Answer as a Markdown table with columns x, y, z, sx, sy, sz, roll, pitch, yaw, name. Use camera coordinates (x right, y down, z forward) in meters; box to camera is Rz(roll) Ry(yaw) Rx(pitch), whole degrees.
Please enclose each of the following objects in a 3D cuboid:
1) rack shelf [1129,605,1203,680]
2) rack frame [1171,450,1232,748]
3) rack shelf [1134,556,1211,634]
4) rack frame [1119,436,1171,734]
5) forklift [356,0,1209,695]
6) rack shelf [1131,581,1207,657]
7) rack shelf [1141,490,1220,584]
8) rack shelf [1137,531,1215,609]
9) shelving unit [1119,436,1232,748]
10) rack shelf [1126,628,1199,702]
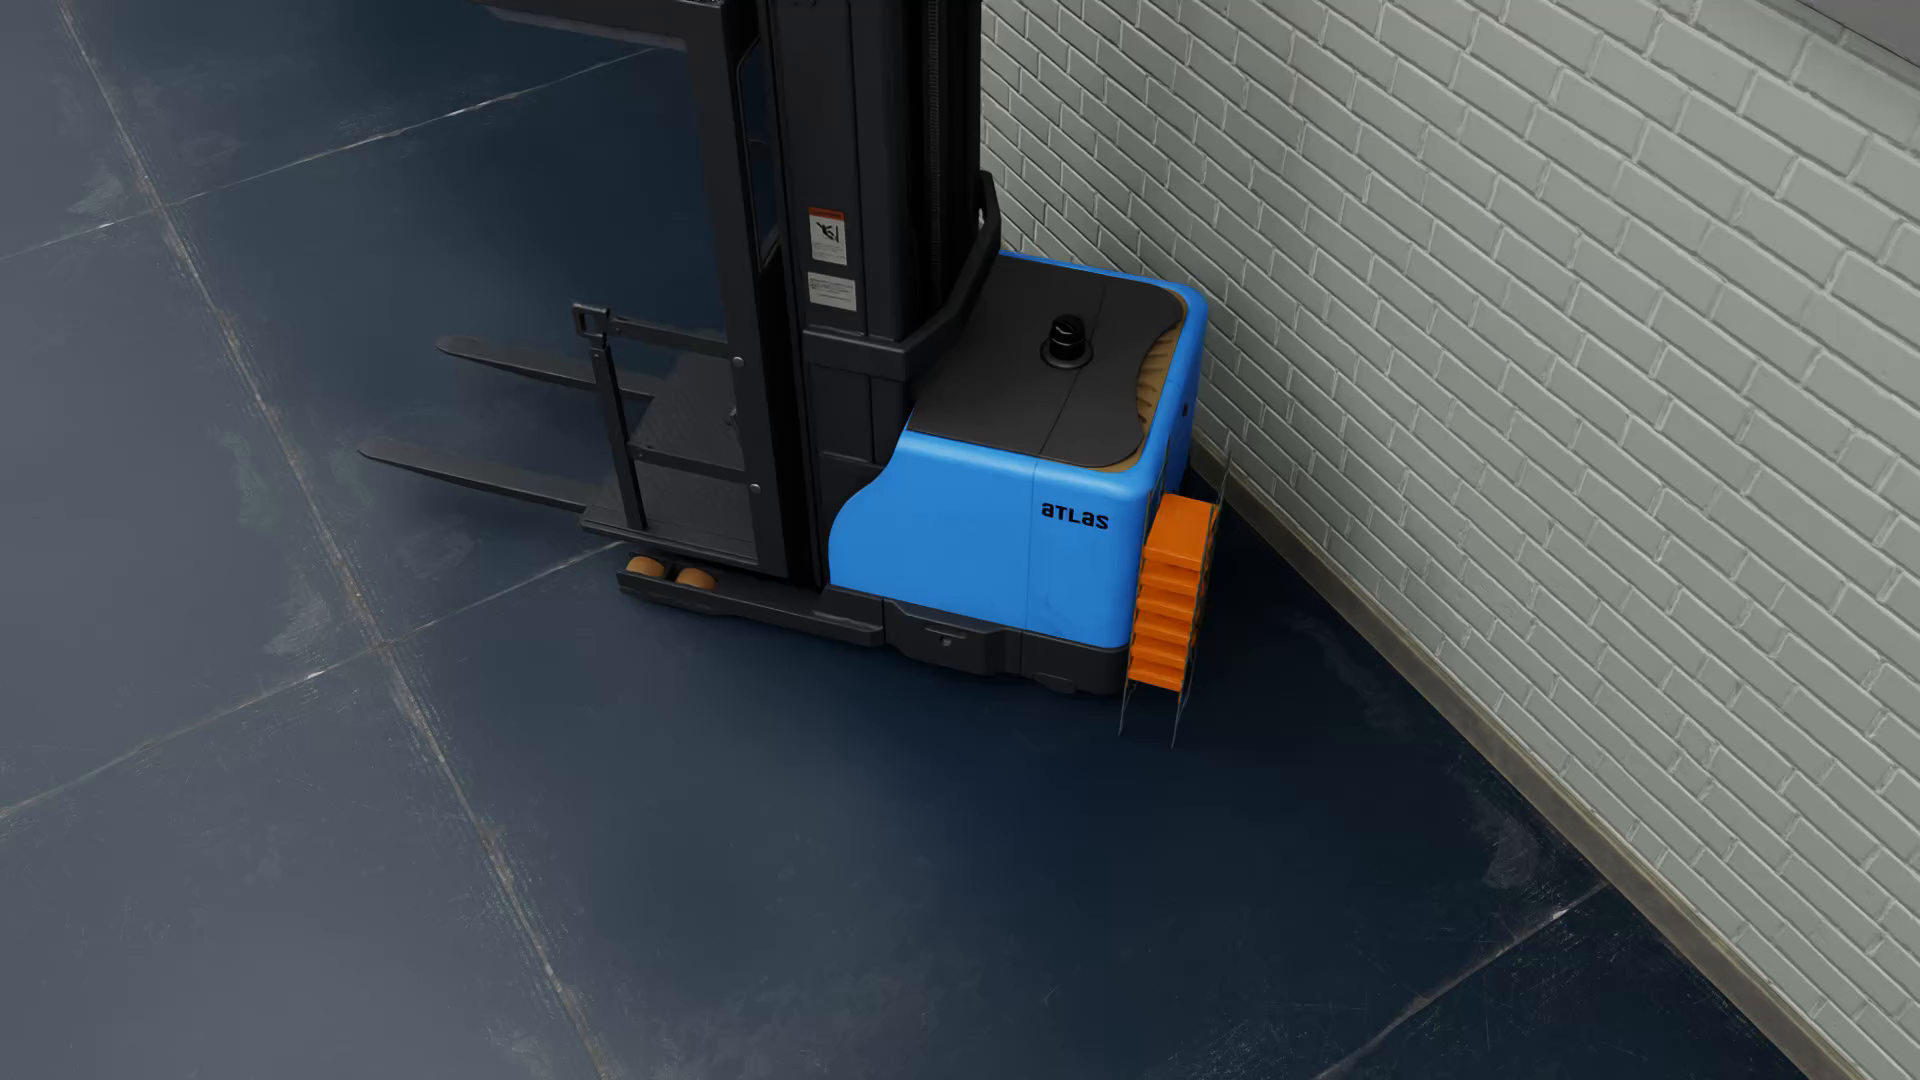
| x | y | z | sx | sy | sz | roll | pitch | yaw | name |
| --- | --- | --- | --- | --- | --- | --- | --- | --- | --- |
| 0.669 | 0.307 | 5.393 | 0.180 | 0.103 | 0.258 | 14 | 50 | 12 | rack shelf |
| 0.756 | 0.220 | 5.250 | 0.006 | 1.200 | 0.240 | 14 | 50 | 12 | rack frame |
| 0.669 | 0.148 | 5.214 | 0.180 | 0.103 | 0.258 | 14 | 50 | 12 | rack shelf |
| 0.583 | 0.176 | 5.290 | 0.006 | 1.200 | 0.240 | 14 | 50 | 12 | rack frame |
| -0.729 | -1.079 | 5.248 | 3.031 | 2.935 | 1.130 | 13 | 50 | 11 | forklift |
| 0.669 | 0.228 | 5.303 | 0.180 | 0.103 | 0.258 | 14 | 50 | 12 | rack shelf |
| 0.669 | -0.012 | 5.034 | 0.180 | 0.103 | 0.258 | 14 | 50 | 12 | rack shelf |
| 0.669 | 0.068 | 5.124 | 0.180 | 0.103 | 0.258 | 14 | 50 | 12 | rack shelf |
| 0.669 | 0.198 | 5.270 | 0.189 | 1.200 | 0.258 | 14 | 50 | 12 | shelving unit |
| 0.669 | 0.387 | 5.482 | 0.180 | 0.103 | 0.258 | 14 | 50 | 12 | rack shelf |
